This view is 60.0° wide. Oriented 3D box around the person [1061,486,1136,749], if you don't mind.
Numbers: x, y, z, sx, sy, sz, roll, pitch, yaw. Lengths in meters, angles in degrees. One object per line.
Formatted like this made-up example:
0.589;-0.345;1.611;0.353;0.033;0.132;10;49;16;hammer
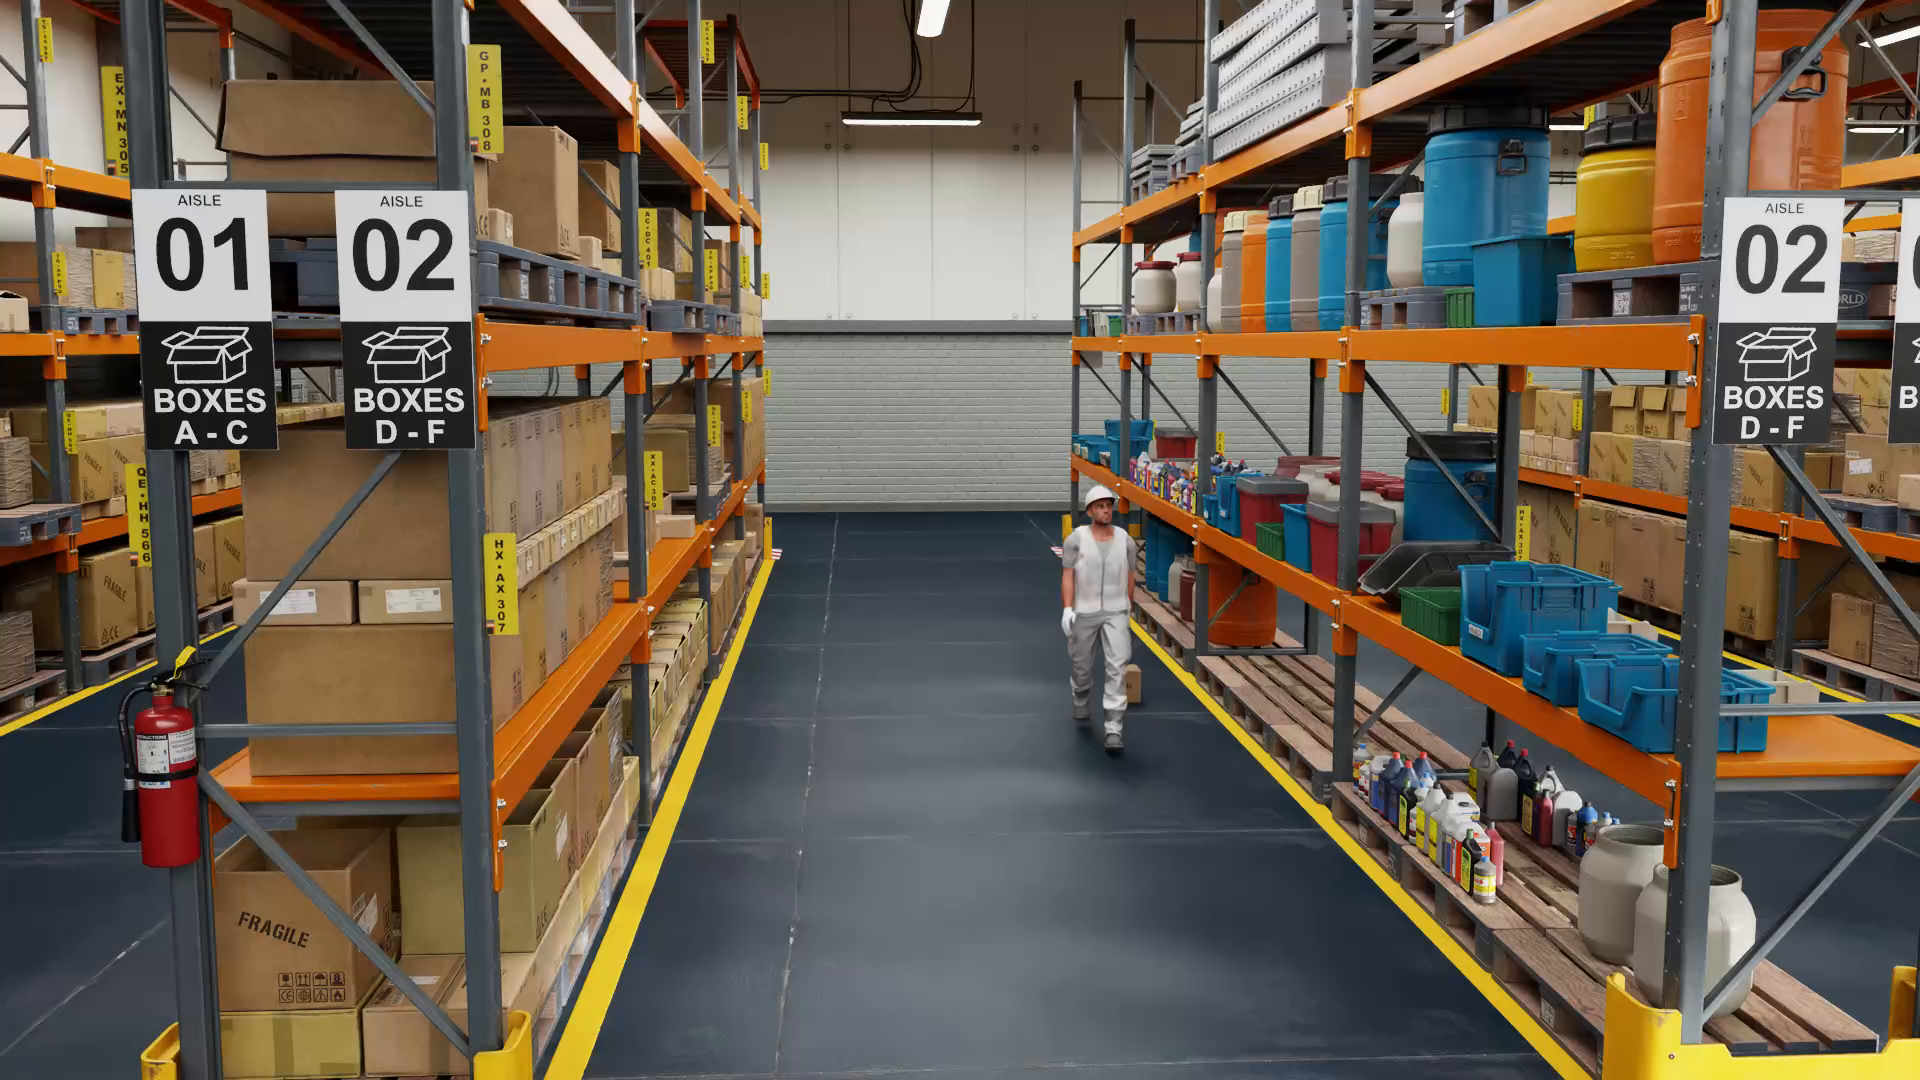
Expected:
0.950;0.505;11.387;0.528;1.752;0.990;0;7;0;person
